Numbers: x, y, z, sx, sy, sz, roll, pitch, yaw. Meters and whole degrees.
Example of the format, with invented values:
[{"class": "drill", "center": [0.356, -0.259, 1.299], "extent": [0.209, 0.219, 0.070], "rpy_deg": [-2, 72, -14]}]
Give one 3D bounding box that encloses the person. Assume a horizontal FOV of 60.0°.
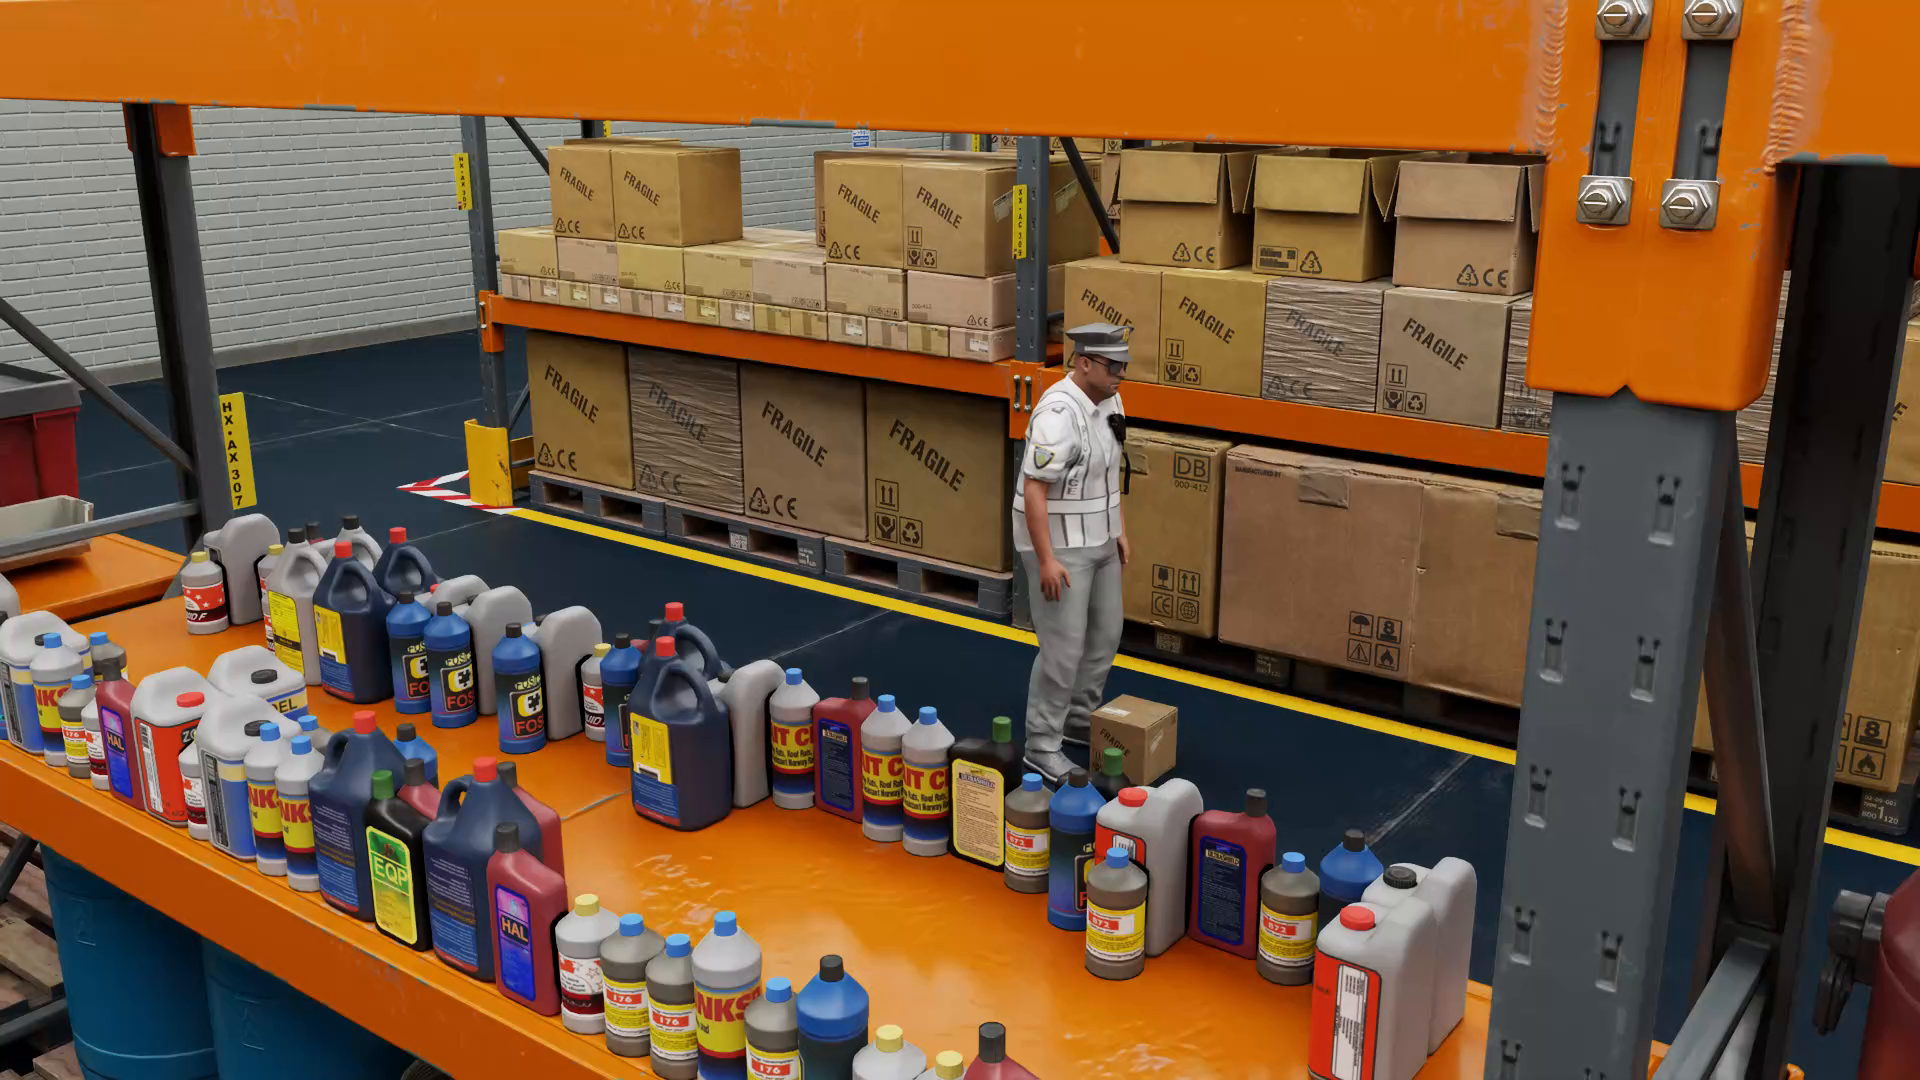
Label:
[{"class": "person", "center": [0.446, 0.024, 6.441], "extent": [0.443, 1.748, 0.586], "rpy_deg": [12, 20, 34]}]
